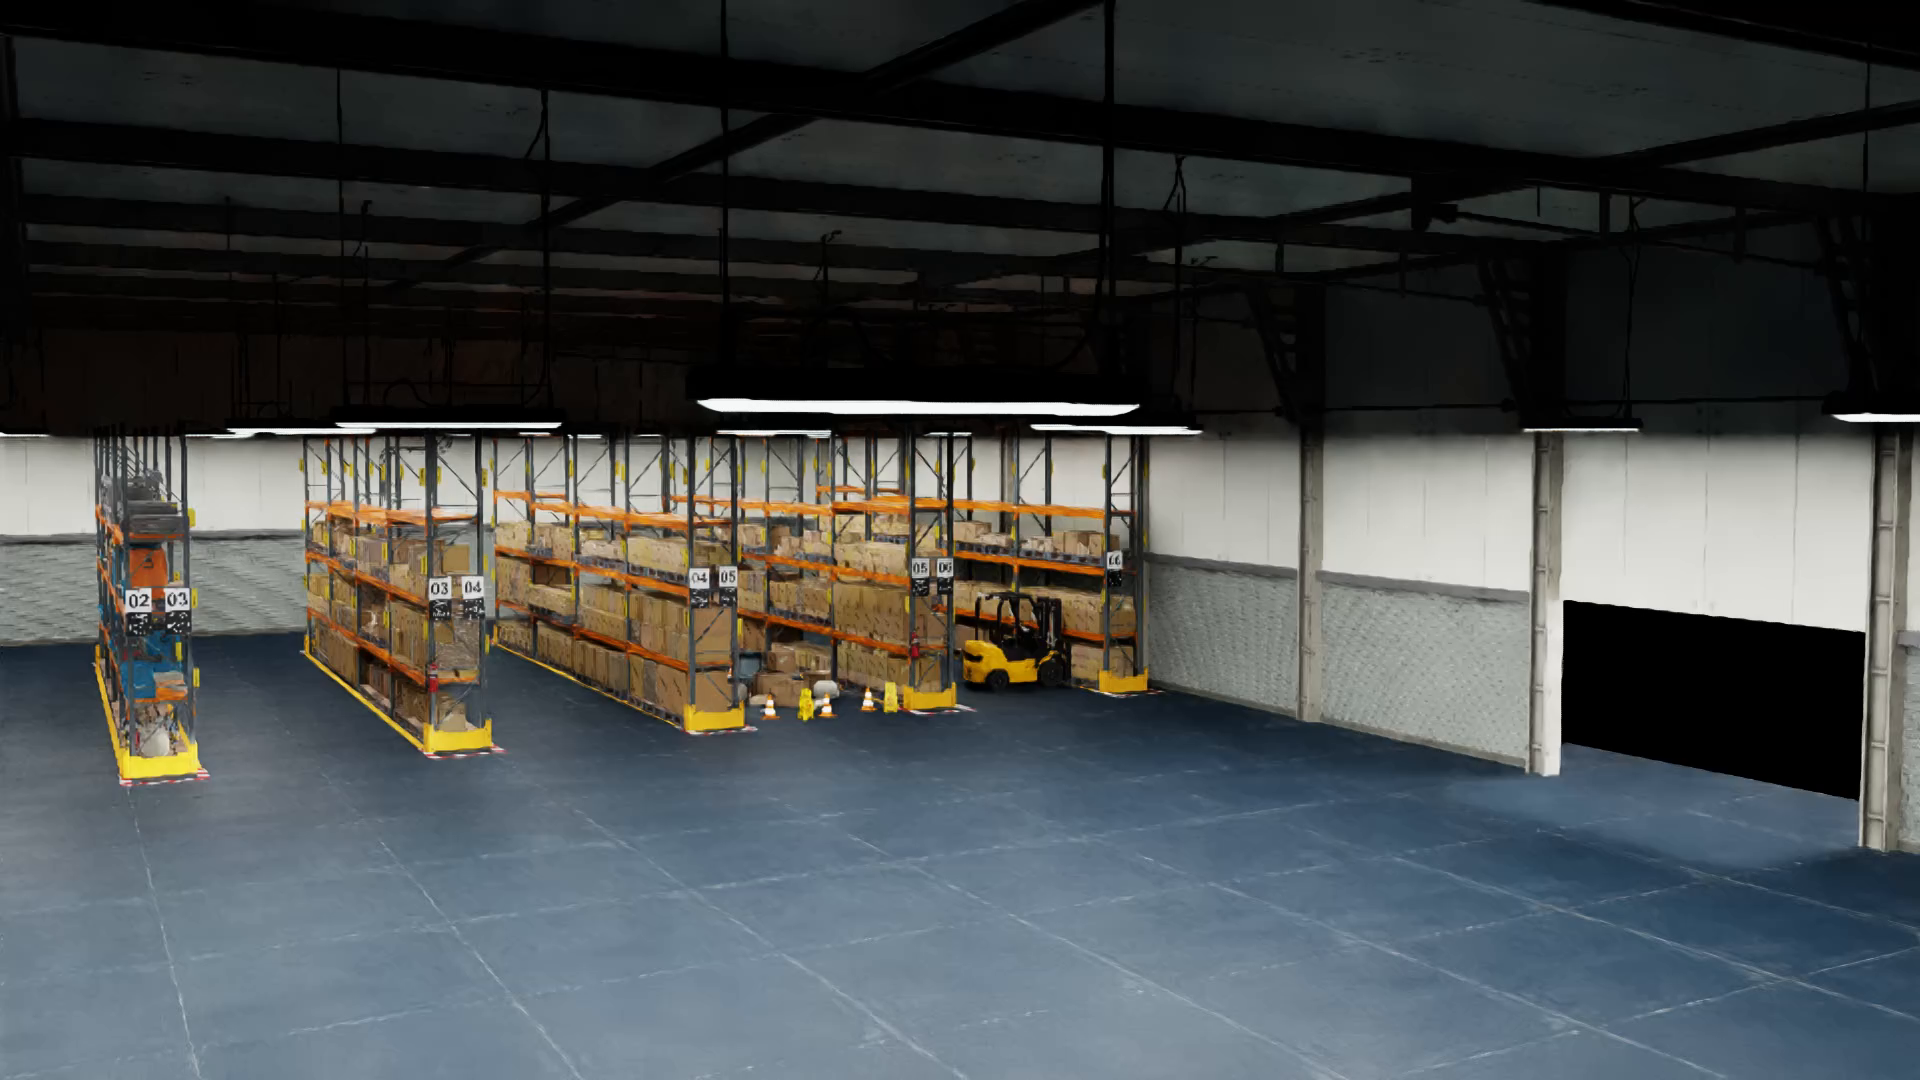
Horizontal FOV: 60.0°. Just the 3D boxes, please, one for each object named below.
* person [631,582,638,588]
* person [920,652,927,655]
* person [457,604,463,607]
[{"bbox_3d":[-9.257,2.015,47.332,0.376,1.668,0.587,-2,4,-25],"label":"person"},{"bbox_3d":[-1.160,2.211,43.060,0.642,1.771,0.693,0,3,-4],"label":"person"},{"bbox_3d":[-13.587,2.154,44.766,0.542,1.700,1.119,-2,4,-31],"label":"person"}]
